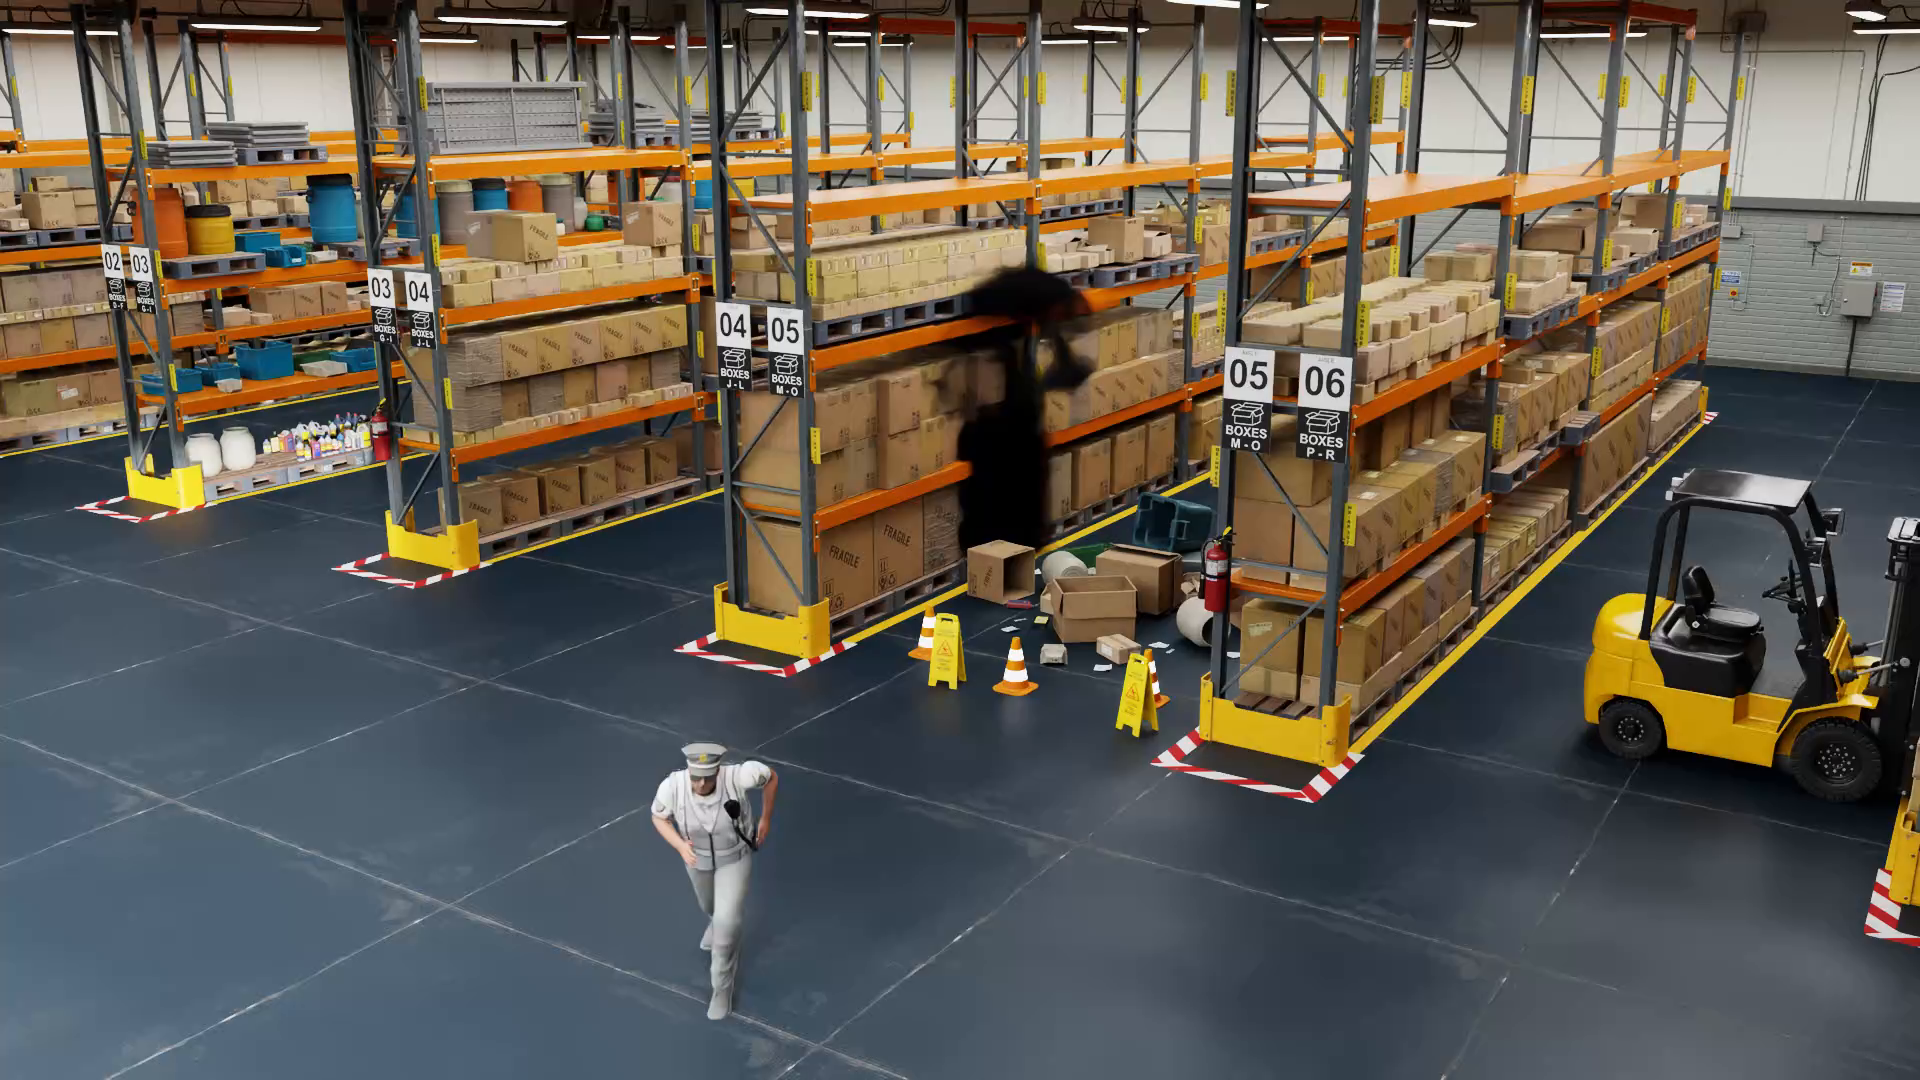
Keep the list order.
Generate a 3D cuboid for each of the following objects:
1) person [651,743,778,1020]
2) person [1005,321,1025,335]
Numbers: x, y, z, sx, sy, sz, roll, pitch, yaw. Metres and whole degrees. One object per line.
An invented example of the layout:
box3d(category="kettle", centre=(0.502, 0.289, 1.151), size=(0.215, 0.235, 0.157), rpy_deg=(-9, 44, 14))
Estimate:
box3d(category="person", centre=(-1.395, 1.843, 9.642), size=(0.707, 1.718, 1.018), rpy_deg=(-1, 16, -2))
box3d(category="person", centre=(0.882, -2.606, 25.362), size=(0.681, 1.759, 0.778), rpy_deg=(10, 18, 32))
